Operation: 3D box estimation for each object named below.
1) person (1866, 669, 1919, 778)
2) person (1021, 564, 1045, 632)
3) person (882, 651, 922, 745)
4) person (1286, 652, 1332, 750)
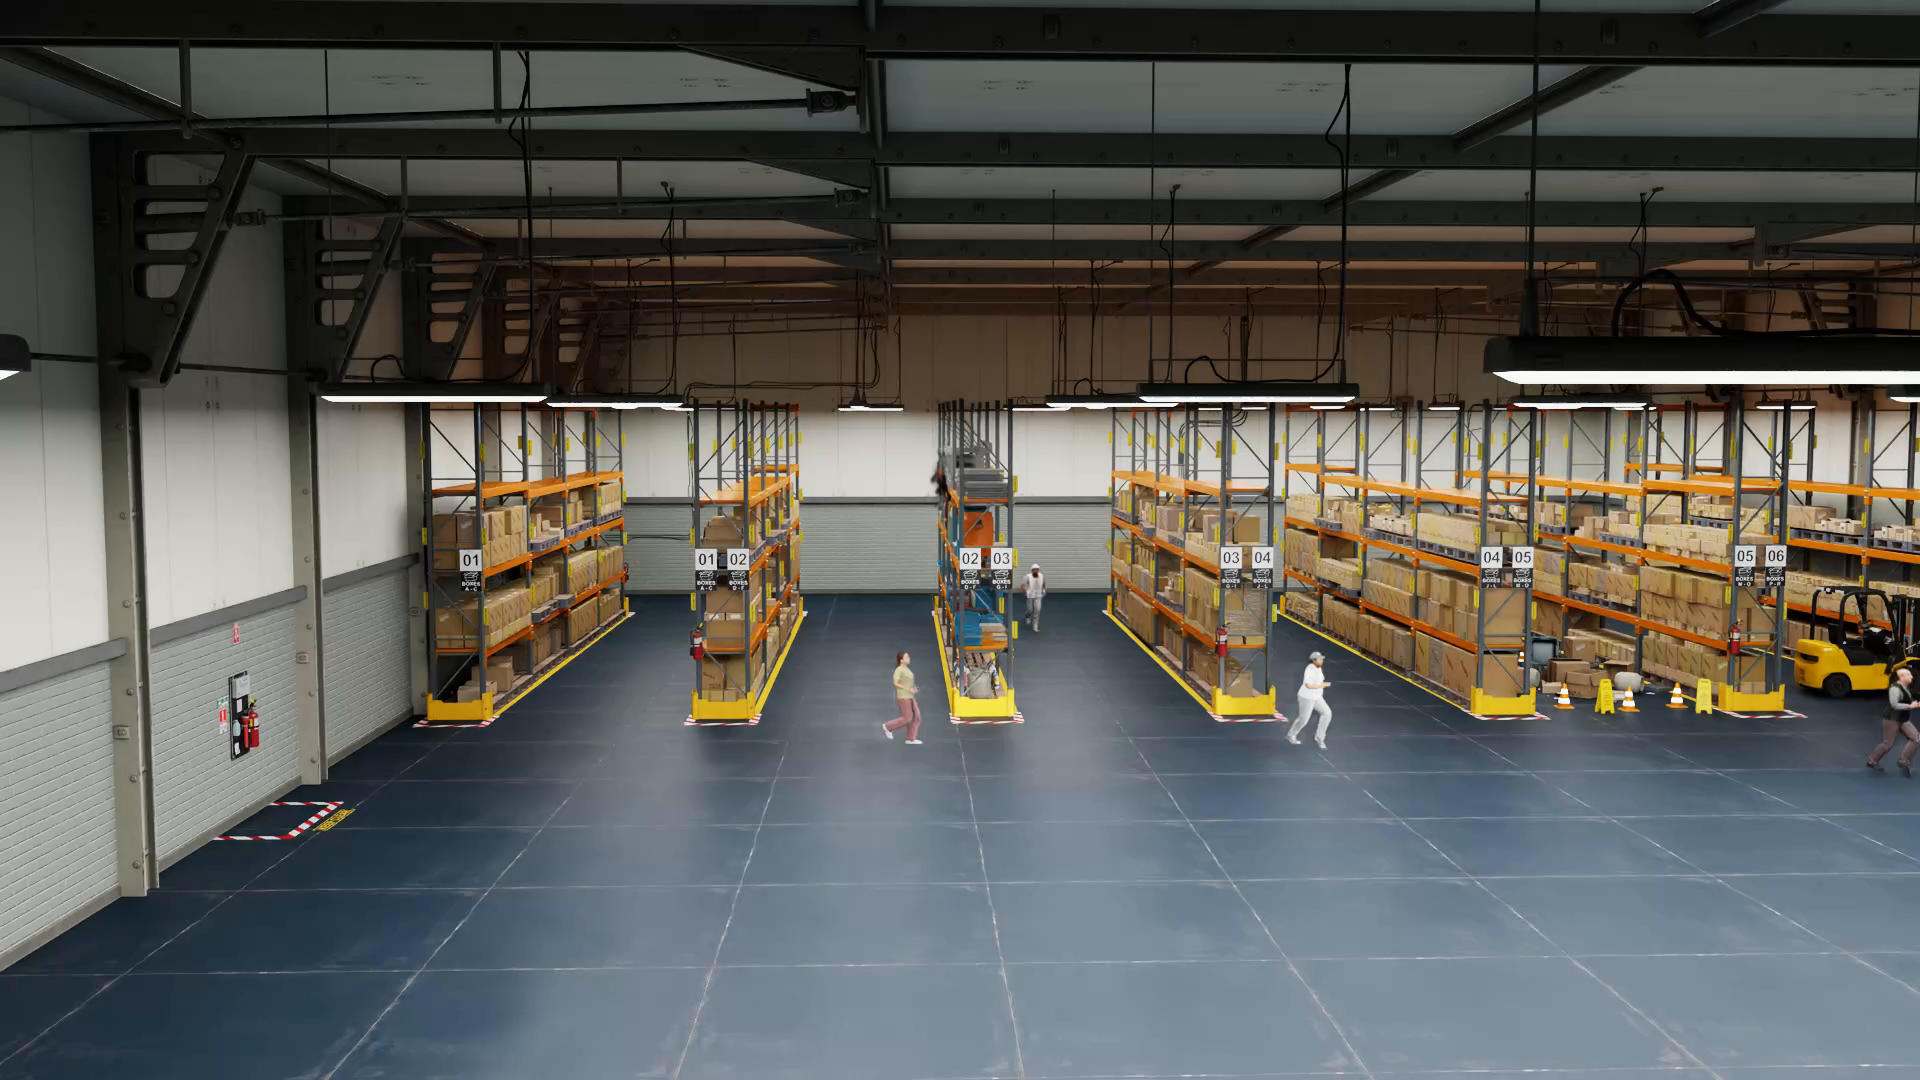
[{"bbox_3d":[14.769,2.878,26.232,0.680,1.736,0.826,-4,6,-40],"label":"person"},{"bbox_3d":[1.947,1.512,43.939,0.707,1.769,0.961,-1,4,-15],"label":"person"},{"bbox_3d":[-0.982,2.738,28.767,0.702,1.595,0.584,1,5,19],"label":"person"},{"bbox_3d":[5.977,2.744,28.470,0.823,1.697,0.626,3,5,35],"label":"person"}]
